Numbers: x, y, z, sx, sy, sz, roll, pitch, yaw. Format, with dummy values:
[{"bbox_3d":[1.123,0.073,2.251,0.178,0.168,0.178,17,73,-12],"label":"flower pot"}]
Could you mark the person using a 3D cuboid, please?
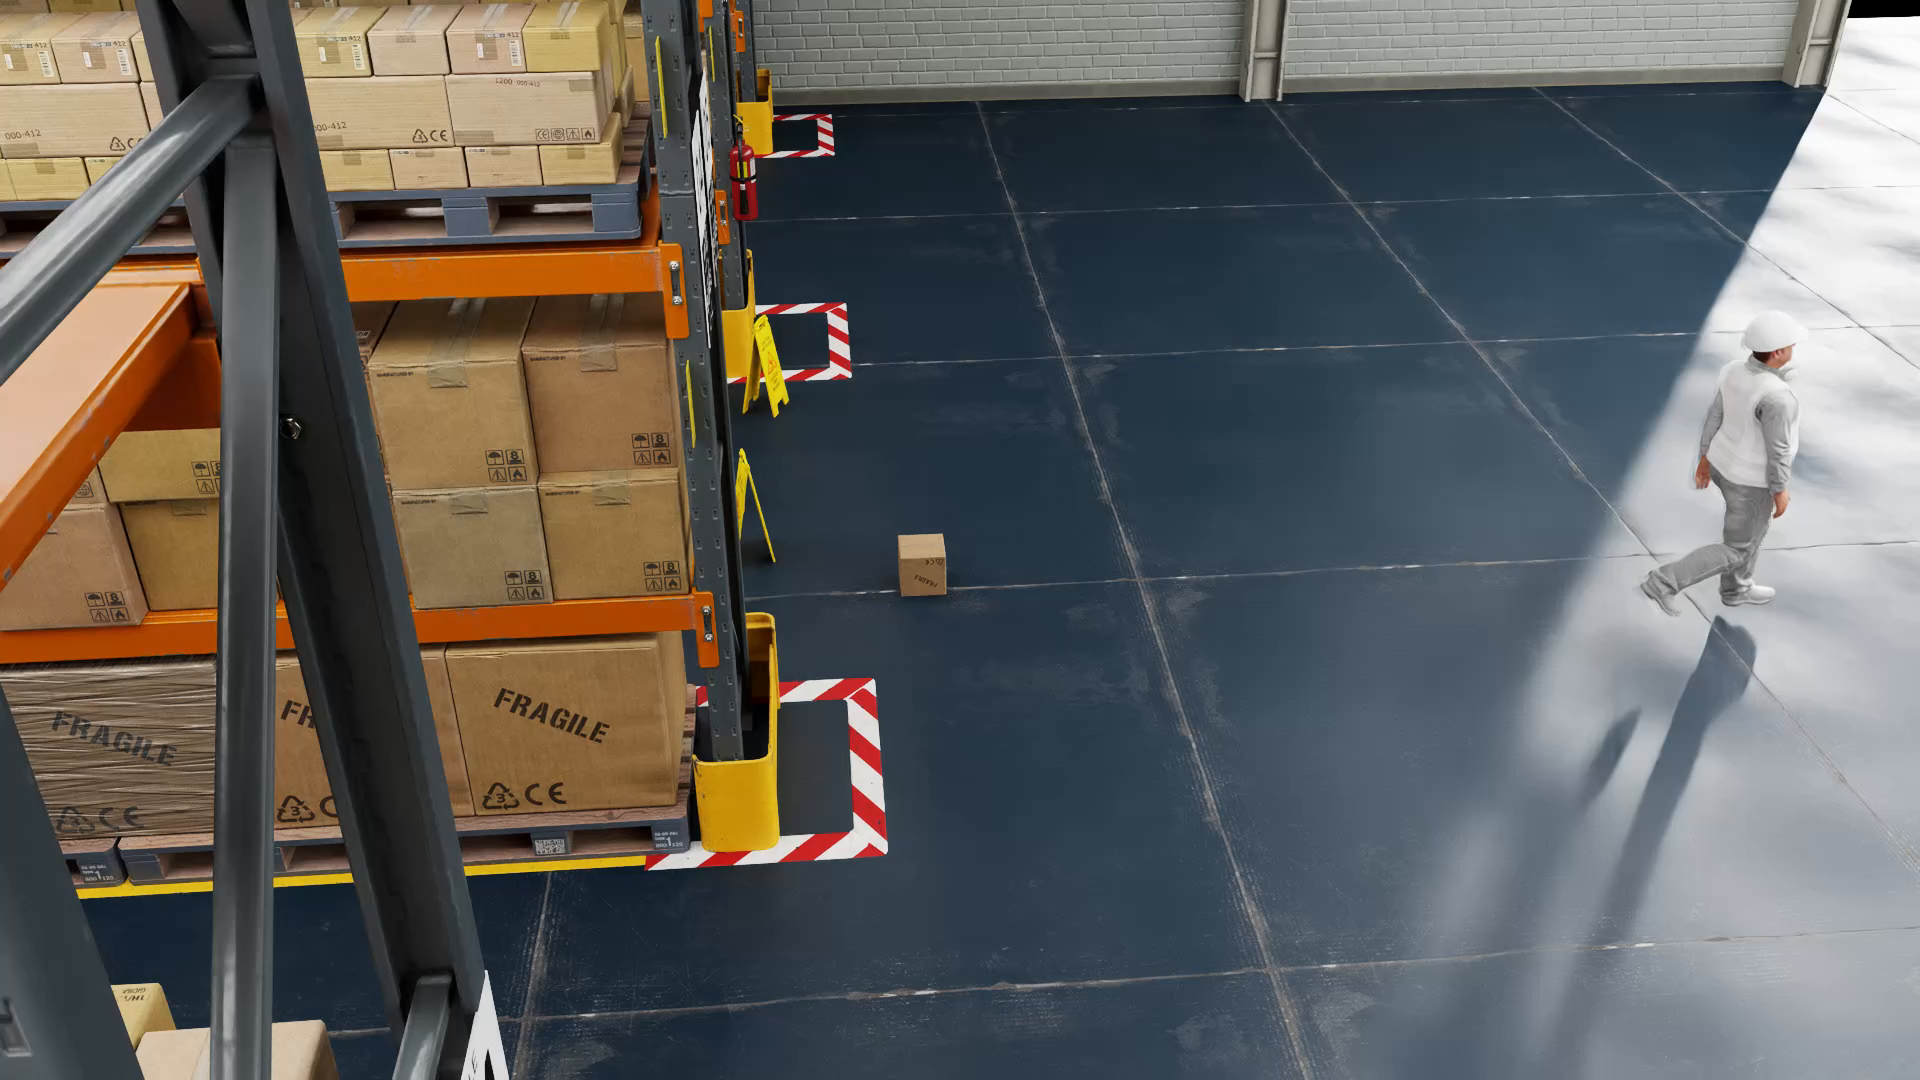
[{"bbox_3d":[4.046,-0.359,8.608,0.873,1.743,0.541,-2,31,-3],"label":"person"}]
